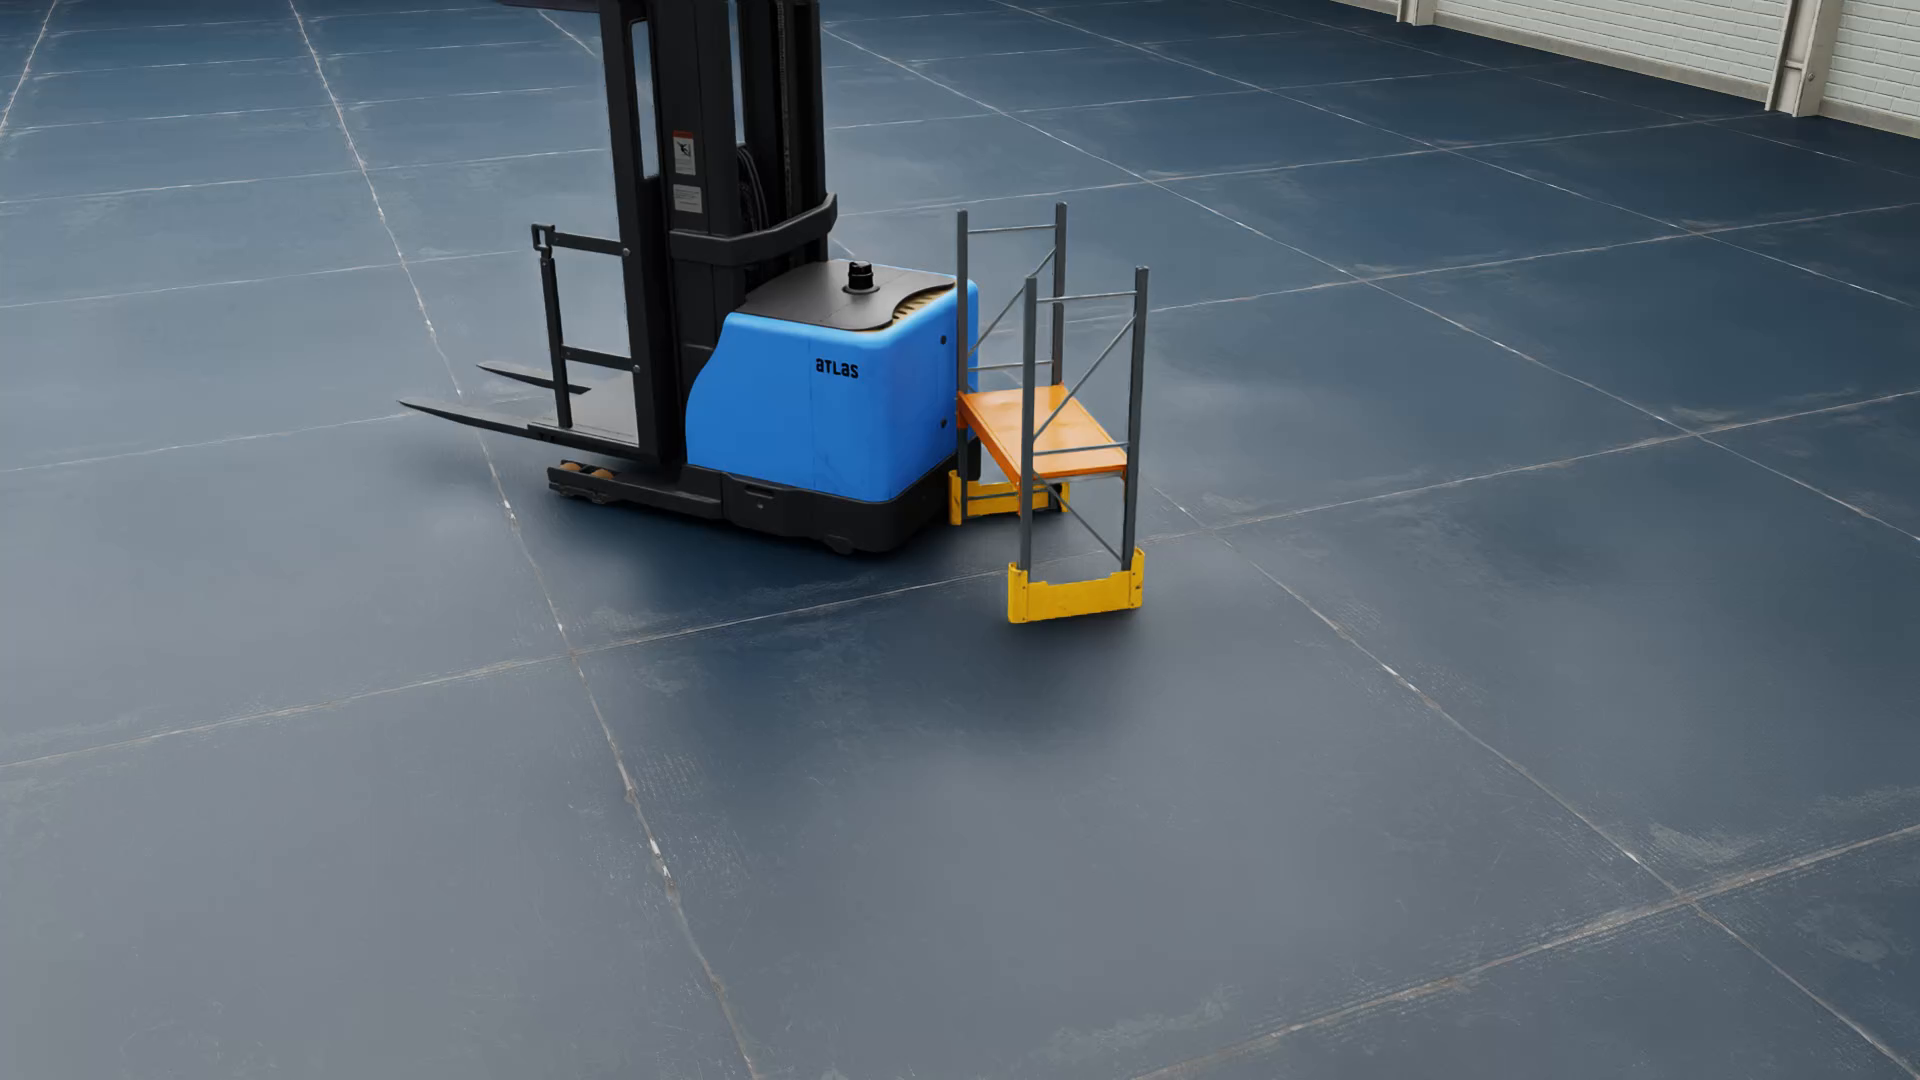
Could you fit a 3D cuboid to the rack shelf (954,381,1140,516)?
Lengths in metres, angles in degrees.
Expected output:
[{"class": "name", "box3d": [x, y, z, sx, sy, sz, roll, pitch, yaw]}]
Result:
[{"class": "rack shelf", "box3d": [0.362, -0.422, 7.314, 0.538, 0.185, 1.000, -7, 27, -13]}]

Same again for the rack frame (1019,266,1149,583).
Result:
[{"class": "rack frame", "box3d": [0.494, -0.368, 6.794, 0.500, 1.500, 0.032, -7, 27, -13]}]

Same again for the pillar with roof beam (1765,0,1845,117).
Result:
[{"class": "pillar with roof beam", "box3d": [4.238, -7.524, 12.903, 9.100, 9.000, 0.400, -11, 28, -21]}]

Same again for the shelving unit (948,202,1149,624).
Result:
[{"class": "shelving unit", "box3d": [0.364, -0.579, 7.227, 0.587, 1.500, 1.083, -7, 27, -13]}]

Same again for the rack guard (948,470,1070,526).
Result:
[{"class": "rack guard", "box3d": [0.235, -0.229, 7.934, 0.587, 0.250, 0.087, -7, 27, -13]}]

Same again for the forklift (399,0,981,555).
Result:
[{"class": "forklift", "box3d": [-1.451, -1.683, 7.857, 3.031, 2.935, 1.130, 12, 29, 24]}]

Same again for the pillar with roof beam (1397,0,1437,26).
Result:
[{"class": "pillar with roof beam", "box3d": [1.888, -9.946, 17.864, 9.100, 9.000, 0.400, -11, 28, -21]}]

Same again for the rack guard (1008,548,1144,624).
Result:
[{"class": "rack guard", "box3d": [0.493, 0.193, 7.069, 0.587, 0.250, 0.087, -7, 27, -13]}]

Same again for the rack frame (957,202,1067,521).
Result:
[{"class": "rack frame", "box3d": [0.230, -0.799, 7.676, 0.500, 1.500, 0.032, -7, 27, -13]}]
